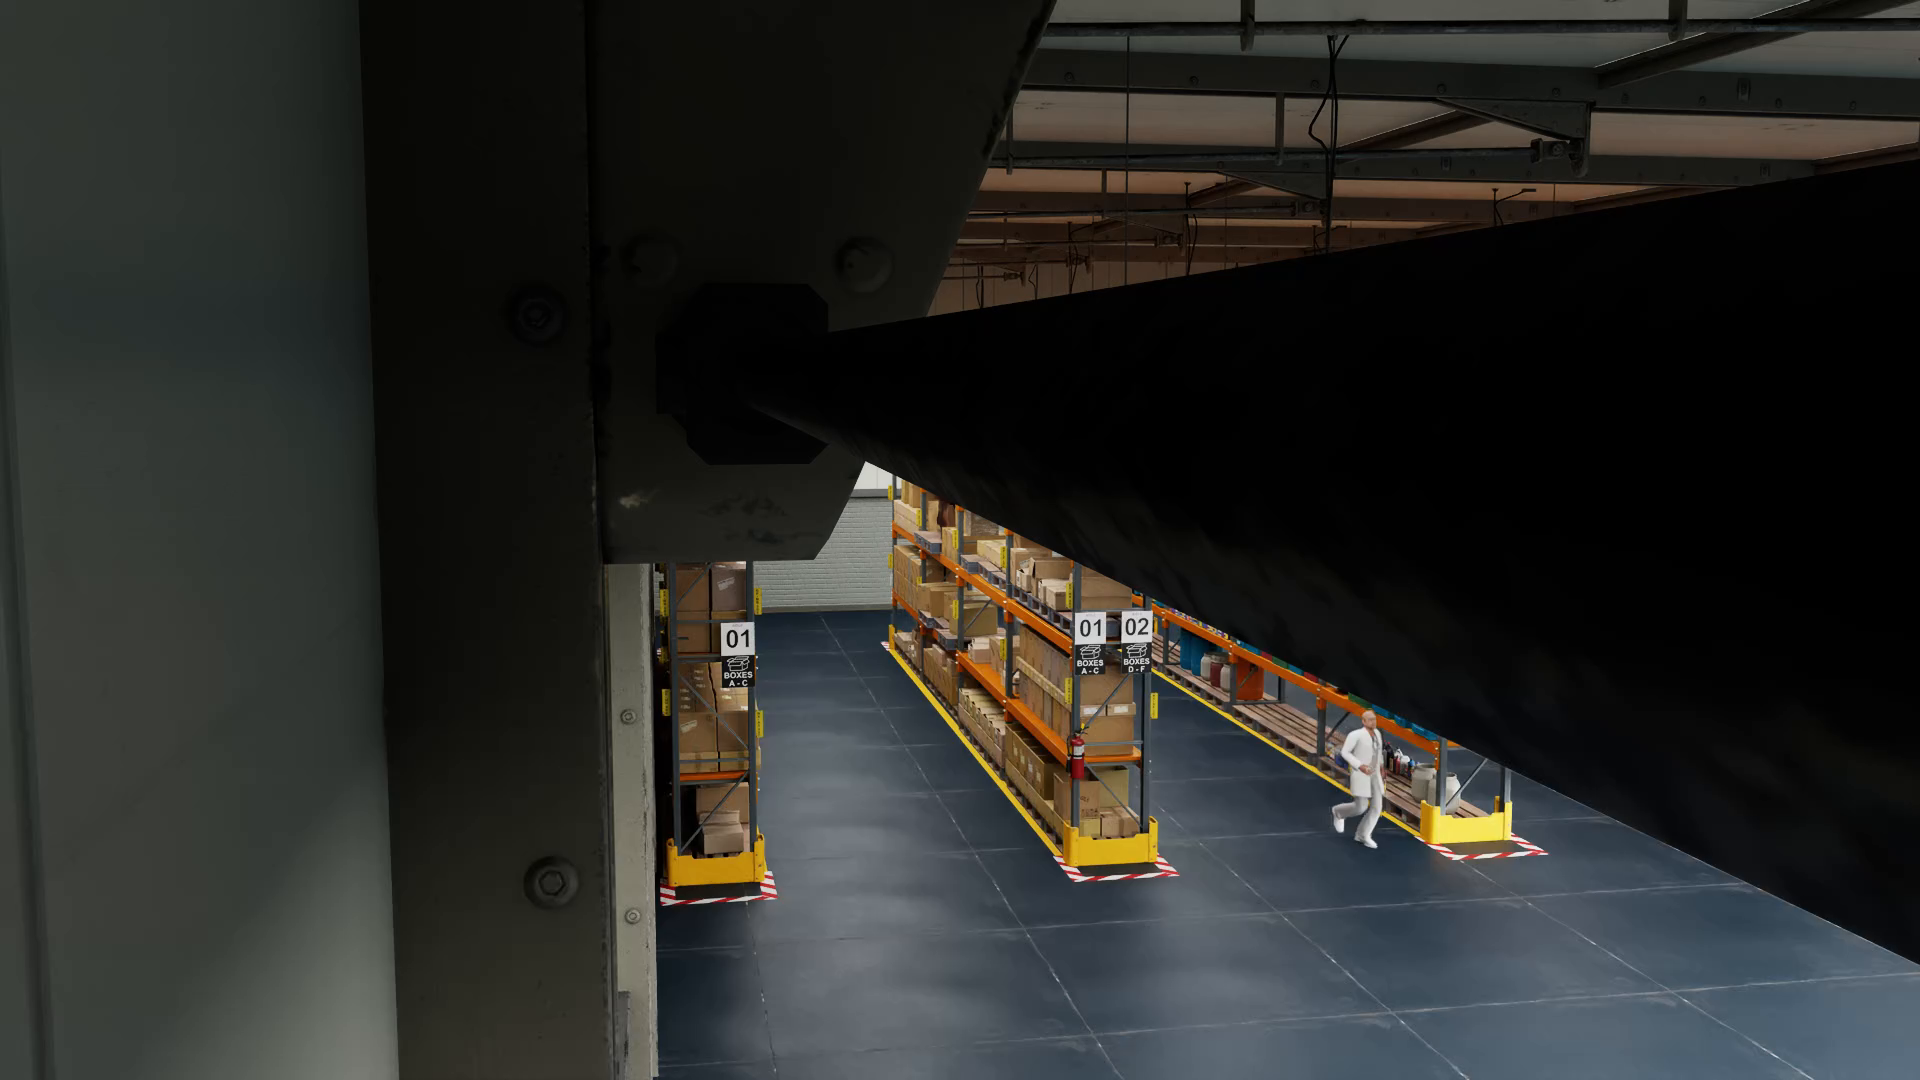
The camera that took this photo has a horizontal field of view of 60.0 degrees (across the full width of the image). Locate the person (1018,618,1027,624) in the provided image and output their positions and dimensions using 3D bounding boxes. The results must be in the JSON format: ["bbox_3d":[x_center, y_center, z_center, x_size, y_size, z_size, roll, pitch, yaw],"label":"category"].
[{"bbox_3d":[1.443,1.688,34.846,0.681,1.722,0.630,-3,7,-28],"label":"person"}]

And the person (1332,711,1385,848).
[{"bbox_3d":[5.308,3.111,21.917,0.732,1.754,0.759,-3,7,-29],"label":"person"}]
